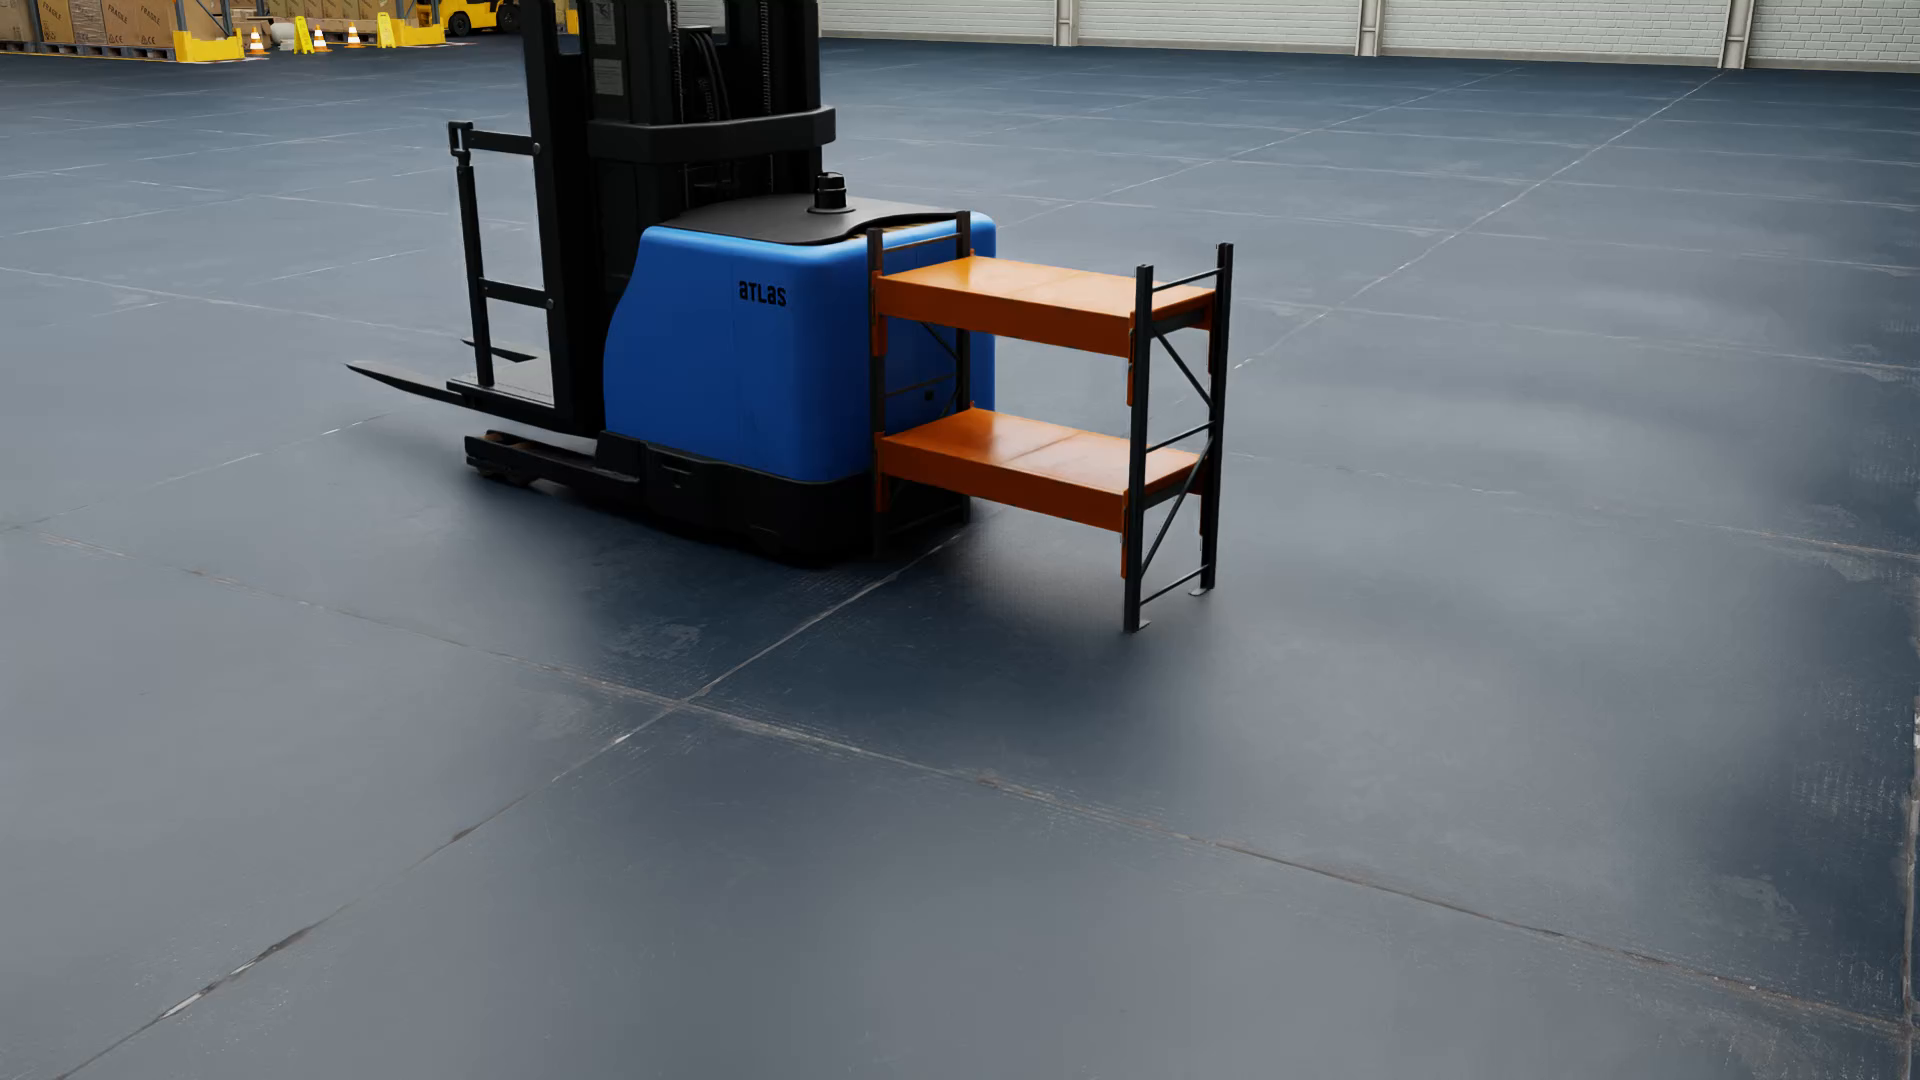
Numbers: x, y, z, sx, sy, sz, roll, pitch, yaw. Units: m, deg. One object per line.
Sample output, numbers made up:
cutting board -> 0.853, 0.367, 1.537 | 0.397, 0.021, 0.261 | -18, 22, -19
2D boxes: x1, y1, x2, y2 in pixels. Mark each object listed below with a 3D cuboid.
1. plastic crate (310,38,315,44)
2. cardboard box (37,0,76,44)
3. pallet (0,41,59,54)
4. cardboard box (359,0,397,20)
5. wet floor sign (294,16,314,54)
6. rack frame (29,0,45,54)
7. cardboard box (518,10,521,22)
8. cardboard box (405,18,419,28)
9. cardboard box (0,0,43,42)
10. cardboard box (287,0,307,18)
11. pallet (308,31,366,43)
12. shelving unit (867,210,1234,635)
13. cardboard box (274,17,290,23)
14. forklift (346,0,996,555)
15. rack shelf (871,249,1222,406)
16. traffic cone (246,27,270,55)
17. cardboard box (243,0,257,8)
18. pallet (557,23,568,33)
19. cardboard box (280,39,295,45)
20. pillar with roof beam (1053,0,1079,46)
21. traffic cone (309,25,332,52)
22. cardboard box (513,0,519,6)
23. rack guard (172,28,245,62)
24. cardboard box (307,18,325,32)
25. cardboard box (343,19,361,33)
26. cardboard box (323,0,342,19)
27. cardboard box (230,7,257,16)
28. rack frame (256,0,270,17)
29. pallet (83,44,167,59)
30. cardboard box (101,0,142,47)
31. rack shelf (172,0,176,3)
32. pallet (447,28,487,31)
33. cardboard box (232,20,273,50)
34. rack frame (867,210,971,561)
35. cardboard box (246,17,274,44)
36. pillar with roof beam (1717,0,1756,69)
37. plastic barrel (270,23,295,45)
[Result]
plastic crate -> -13.177, -10.006, 33.332 | 0.583, 0.080, 0.402 | 3, 20, 9
cardboard box -> -15.959, -9.466, 30.063 | 0.875, 0.875, 0.875 | 11, 23, 28
pallet -> -17.184, -9.188, 30.885 | 1.213, 0.211, 1.003 | 11, 23, 27
cardboard box -> -11.482, -10.531, 32.815 | 0.500, 0.500, 0.500 | 11, 23, 28
wet floor sign -> -11.991, -9.206, 30.297 | 0.232, 0.644, 0.267 | 7, 21, 18
rack frame -> -16.474, -10.393, 30.118 | 0.127, 3.000, 1.000 | 11, 23, 27
cardboard box -> -9.664, -11.757, 37.294 | 0.500, 0.250, 0.500 | 11, 23, 28
cardboard box -> -11.225, -10.340, 33.387 | 0.500, 0.250, 0.500 | 11, 22, 27
cardboard box -> -17.059, -9.609, 30.640 | 0.750, 0.750, 1.050 | 11, 23, 27
cardboard box -> -13.291, -10.877, 33.768 | 0.500, 0.500, 0.500 | 12, 23, 29
pallet -> -12.475, -10.269, 33.865 | 1.213, 0.211, 1.003 | 11, 23, 27
shelving unit -> 0.268, -0.418, 5.368 | 1.048, 1.125, 0.538 | 15, 25, 36
cardboard box -> -13.764, -10.610, 34.132 | 0.500, 0.250, 0.500 | 10, 22, 25
forklift -> -1.326, -1.716, 6.298 | 3.031, 2.935, 1.130 | 15, 25, 36
rack shelf -> 0.268, -0.693, 5.268 | 1.000, 0.278, 0.538 | 15, 25, 36
traffic cone -> -12.753, -9.046, 30.125 | 0.334, 0.463, 0.336 | 11, 23, 27
cardboard box -> -17.499, -13.397, 41.449 | 0.500, 0.500, 0.500 | 10, 22, 26
pallet -> -8.926, -11.500, 37.260 | 1.213, 0.211, 1.003 | 11, 23, 27
cardboard box -> -12.784, -9.495, 31.821 | 0.380, 0.149, 0.250 | -11, 23, -29
pillar with roof beam -> -0.030, -12.624, 27.469 | 0.400, 9.000, 9.100 | 11, 23, 27
traffic cone -> -11.905, -9.326, 30.897 | 0.334, 0.463, 0.336 | 11, 23, 27
cardboard box -> -9.709, -11.991, 37.205 | 0.500, 0.250, 0.500 | 10, 22, 26
rack guard -> -12.960, -8.549, 28.699 | 0.348, 0.500, 1.175 | 11, 23, 27
cardboard box -> -12.828, -10.437, 33.655 | 0.500, 0.250, 0.500 | 10, 22, 27
cardboard box -> -11.941, -10.266, 33.184 | 0.500, 0.250, 0.500 | 11, 23, 27
cardboard box -> -12.377, -10.703, 33.289 | 0.500, 0.500, 0.500 | 10, 22, 26
cardboard box -> -15.236, -11.051, 35.168 | 0.625, 0.372, 0.950 | 12, 23, 31
rack frame -> -14.148, -11.883, 34.226 | 0.127, 3.000, 1.000 | 11, 23, 27
pallet -> -14.779, -8.730, 29.622 | 1.213, 0.211, 1.003 | 11, 23, 27
cardboard box -> -14.375, -9.165, 29.233 | 0.875, 0.875, 0.875 | 10, 22, 26
rack shelf -> -14.728, -9.722, 29.323 | 4.000, 0.370, 1.077 | 11, 23, 27
pallet -> -11.056, -11.906, 38.378 | 1.213, 0.211, 1.003 | 11, 23, 27
cardboard box -> -13.424, -9.583, 31.546 | 0.637, 0.503, 0.797 | -4, 20, -10
rack frame -> -0.131, -0.526, 5.665 | 0.032, 1.125, 0.500 | 15, 25, 36
cardboard box -> -13.876, -10.126, 33.044 | 0.500, 0.500, 0.500 | -7, 21, -20
pillar with roof beam -> 10.446, -10.628, 21.968 | 0.400, 9.000, 9.100 | 11, 23, 27
plastic barrel -> -13.197, -9.900, 32.536 | 0.512, 0.421, 0.421 | -7, 21, -20
